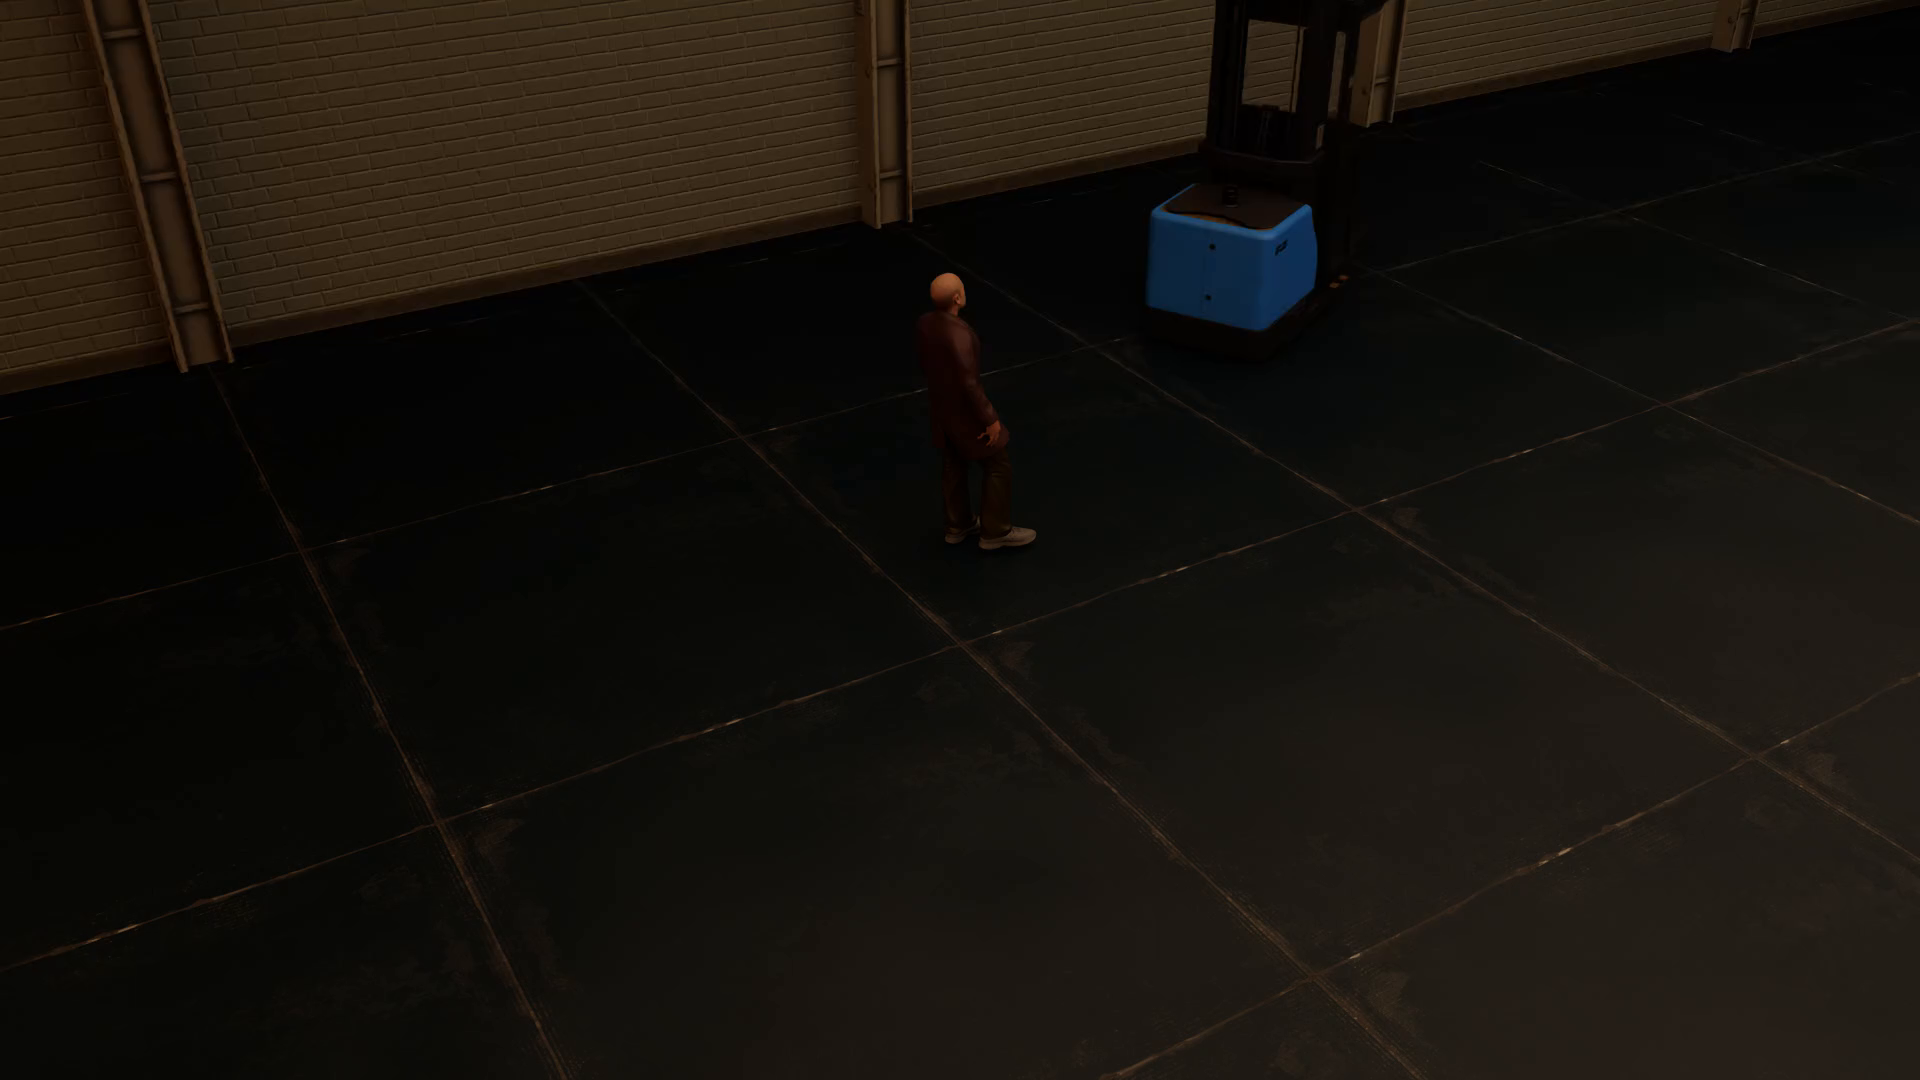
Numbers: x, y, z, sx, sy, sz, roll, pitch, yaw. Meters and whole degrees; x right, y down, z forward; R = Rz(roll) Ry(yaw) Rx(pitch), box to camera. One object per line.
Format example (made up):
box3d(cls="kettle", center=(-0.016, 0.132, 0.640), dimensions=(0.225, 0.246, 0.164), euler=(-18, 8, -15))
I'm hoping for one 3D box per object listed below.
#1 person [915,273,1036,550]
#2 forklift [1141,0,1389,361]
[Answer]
box3d(cls="person", center=(0.081, -0.792, 10.077), dimensions=(0.580, 1.777, 0.698), euler=(-17, 35, -26))
box3d(cls="forklift", center=(2.633, -3.339, 13.224), dimensions=(1.130, 2.935, 3.031), euler=(18, 35, 27))
